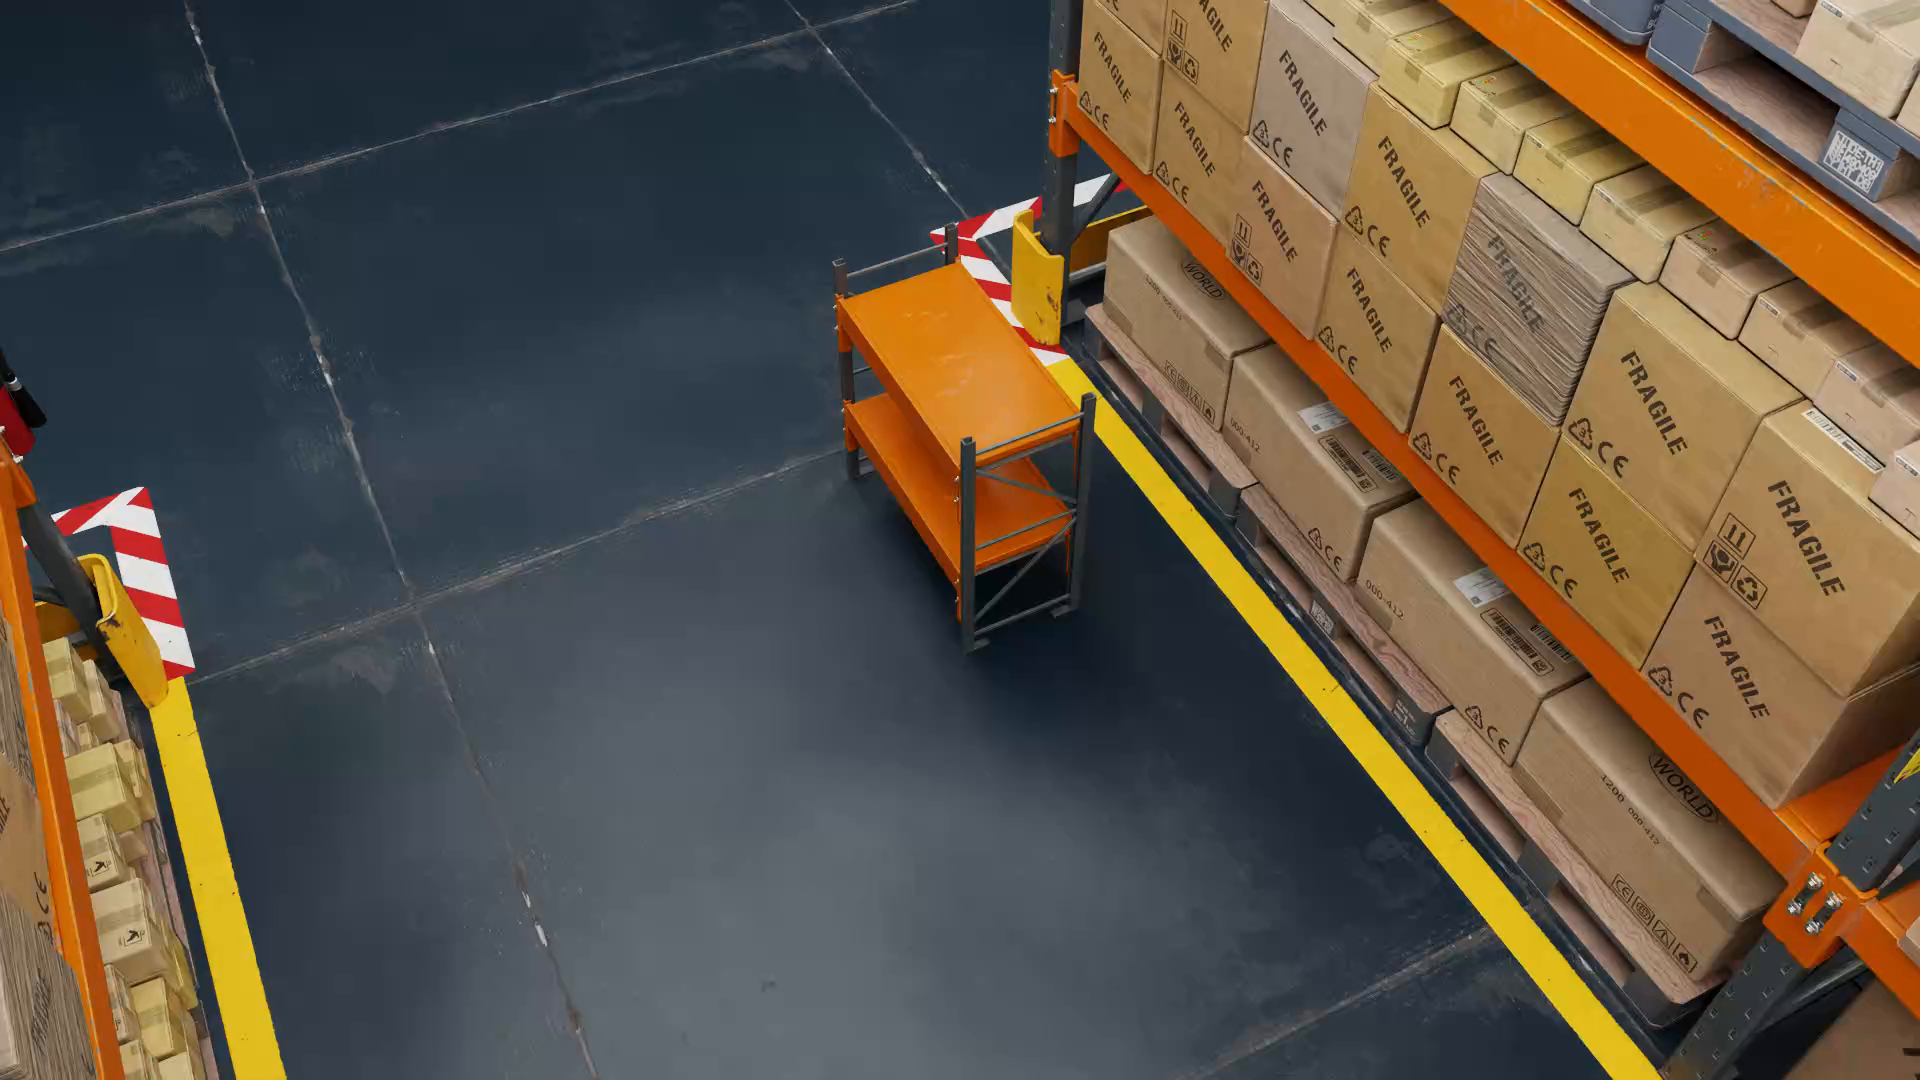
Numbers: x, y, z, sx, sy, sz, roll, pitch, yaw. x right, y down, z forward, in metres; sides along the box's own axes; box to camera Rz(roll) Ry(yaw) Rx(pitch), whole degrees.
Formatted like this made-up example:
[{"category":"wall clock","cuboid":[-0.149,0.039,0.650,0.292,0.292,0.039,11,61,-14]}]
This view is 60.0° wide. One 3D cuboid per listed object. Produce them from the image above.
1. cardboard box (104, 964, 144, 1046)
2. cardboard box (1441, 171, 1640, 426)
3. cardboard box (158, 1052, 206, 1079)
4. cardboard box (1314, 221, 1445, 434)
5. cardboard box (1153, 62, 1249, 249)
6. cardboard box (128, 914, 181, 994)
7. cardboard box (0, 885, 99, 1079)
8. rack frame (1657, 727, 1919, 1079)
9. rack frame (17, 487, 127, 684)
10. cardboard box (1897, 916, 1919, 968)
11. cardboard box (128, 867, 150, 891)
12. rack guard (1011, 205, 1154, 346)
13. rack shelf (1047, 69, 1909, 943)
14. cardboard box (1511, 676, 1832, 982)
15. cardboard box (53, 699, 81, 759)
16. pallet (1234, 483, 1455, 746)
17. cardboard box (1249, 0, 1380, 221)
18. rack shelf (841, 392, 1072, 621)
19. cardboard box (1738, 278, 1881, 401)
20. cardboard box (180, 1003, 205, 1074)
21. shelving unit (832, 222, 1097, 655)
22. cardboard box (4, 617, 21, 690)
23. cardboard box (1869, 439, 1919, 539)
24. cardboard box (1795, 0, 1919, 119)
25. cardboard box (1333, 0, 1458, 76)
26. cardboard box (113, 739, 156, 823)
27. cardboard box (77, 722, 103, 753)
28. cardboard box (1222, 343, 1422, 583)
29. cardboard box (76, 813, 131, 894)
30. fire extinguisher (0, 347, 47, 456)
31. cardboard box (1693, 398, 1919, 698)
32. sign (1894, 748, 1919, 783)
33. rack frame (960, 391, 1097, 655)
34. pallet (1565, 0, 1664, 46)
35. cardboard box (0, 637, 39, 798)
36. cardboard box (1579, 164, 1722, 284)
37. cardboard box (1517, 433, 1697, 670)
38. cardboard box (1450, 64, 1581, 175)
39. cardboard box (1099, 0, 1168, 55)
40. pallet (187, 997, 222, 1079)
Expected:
[{"category":"cardboard box","cuboid":[-2.518,1.399,4.646,0.380,0.149,0.250,-23,53,-19]},{"category":"cardboard box","cuboid":[1.720,-0.719,4.548,0.500,0.500,0.500,-21,52,-17]},{"category":"cardboard box","cuboid":[-2.303,1.639,4.634,0.380,0.149,0.250,-21,52,-17]},{"category":"cardboard box","cuboid":[1.499,-0.741,5.231,0.500,0.500,0.500,-20,52,-16]},{"category":"cardboard box","cuboid":[1.038,-1.417,5.823,0.500,0.500,0.500,-22,52,-18]},{"category":"cardboard box","cuboid":[-2.555,1.286,4.942,0.380,0.149,0.250,-20,52,-17]},{"category":"cardboard box","cuboid":[-2.141,1.089,3.433,0.500,0.500,0.500,-22,52,-18]},{"category":"rack frame","cuboid":[2.648,0.544,4.174,1.000,3.000,0.127,-21,52,-18]},{"category":"rack frame","cuboid":[-3.538,-0.360,4.965,1.000,3.000,0.127,-21,52,-18]},{"category":"cardboard box","cuboid":[2.614,0.979,3.893,0.500,0.250,0.500,-22,52,-18]},{"category":"cardboard box","cuboid":[-2.735,1.225,5.194,0.380,0.149,0.250,-21,52,-17]},{"category":"rack guard","cuboid":[0.806,-1.326,7.470,1.175,0.500,0.348,-21,52,-18]},{"category":"rack shelf","cuboid":[1.733,-0.558,5.616,1.077,0.370,4.000,-21,52,-18]},{"category":"cardboard box","cuboid":[2.456,0.792,5.380,0.875,0.438,0.875,-22,52,-18]},{"category":"cardboard box","cuboid":[-3.006,0.699,5.258,0.380,0.149,0.250,-20,52,-17]},{"category":"pallet","cuboid":[1.807,0.109,6.407,1.003,0.211,1.213,-21,52,-18]},{"category":"cardboard box","cuboid":[1.269,-1.391,5.135,0.500,0.500,0.500,-22,52,-18]},{"category":"rack shelf","cuboid":[-0.003,-0.214,6.407,0.538,0.278,1.000,-21,52,-18]},{"category":"cardboard box","cuboid":[2.094,-0.512,3.936,0.380,0.149,0.250,-21,52,-17]},{"category":"cardboard box","cuboid":[-2.455,1.564,4.897,0.380,0.149,0.250,-20,52,-17]},{"category":"shelving unit","cuboid":[-0.003,-0.375,6.223,0.538,1.125,1.048,-21,52,-18]},{"category":"cardboard box","cuboid":[-2.791,0.348,4.513,0.380,0.149,0.250,-20,52,-17]},{"category":"cardboard box","cuboid":[2.224,-0.128,3.600,0.380,0.149,0.250,-22,52,-18]},{"category":"cardboard box","cuboid":[1.950,-1.026,3.376,0.380,0.149,0.250,-20,52,-17]},{"category":"cardboard box","cuboid":[1.314,-1.502,4.802,0.380,0.149,0.250,-21,52,-17]},{"category":"cardboard box","cuboid":[-2.904,0.858,5.515,0.380,0.149,0.250,-20,52,-16]},{"category":"cardboard box","cuboid":[-2.971,0.790,5.376,0.380,0.149,0.250,-22,52,-18]},{"category":"cardboard box","cuboid":[1.635,-0.411,6.432,0.875,0.438,0.875,-20,52,-17]},{"category":"cardboard box","cuboid":[-2.713,1.024,4.974,0.380,0.149,0.250,-23,53,-19]},{"category":"fire extinguisher","cuboid":[-3.243,-0.540,5.421,0.296,0.674,0.183,-21,52,-18]},{"category":"cardboard box","cuboid":[2.186,-0.039,3.953,0.500,0.500,0.500,-22,52,-18]},{"category":"sign","cuboid":[2.155,0.425,3.650,0.100,0.325,0.005,-21,52,-18]},{"category":"rack frame","cuboid":[0.230,-0.035,5.926,0.500,1.125,0.032,-21,52,-18]},{"category":"pallet","cuboid":[1.728,-1.781,4.274,1.003,0.211,1.213,-21,52,-18]},{"category":"cardboard box","cuboid":[-2.632,0.403,4.033,0.500,0.500,0.500,-21,52,-17]},{"category":"cardboard box","cuboid":[1.816,-0.831,4.215,0.380,0.149,0.250,-22,52,-18]},{"category":"cardboard box","cuboid":[1.968,-0.054,4.630,0.500,0.500,0.500,-22,52,-18]},{"category":"cardboard box","cuboid":[1.569,-1.165,4.507,0.380,0.149,0.250,-21,52,-18]},{"category":"cardboard box","cuboid":[0.784,-2.076,5.735,0.500,0.500,0.500,-22,52,-18]},{"category":"pallet","cuboid":[-2.608,1.980,4.771,1.003,0.211,1.213,-21,52,-18]}]
